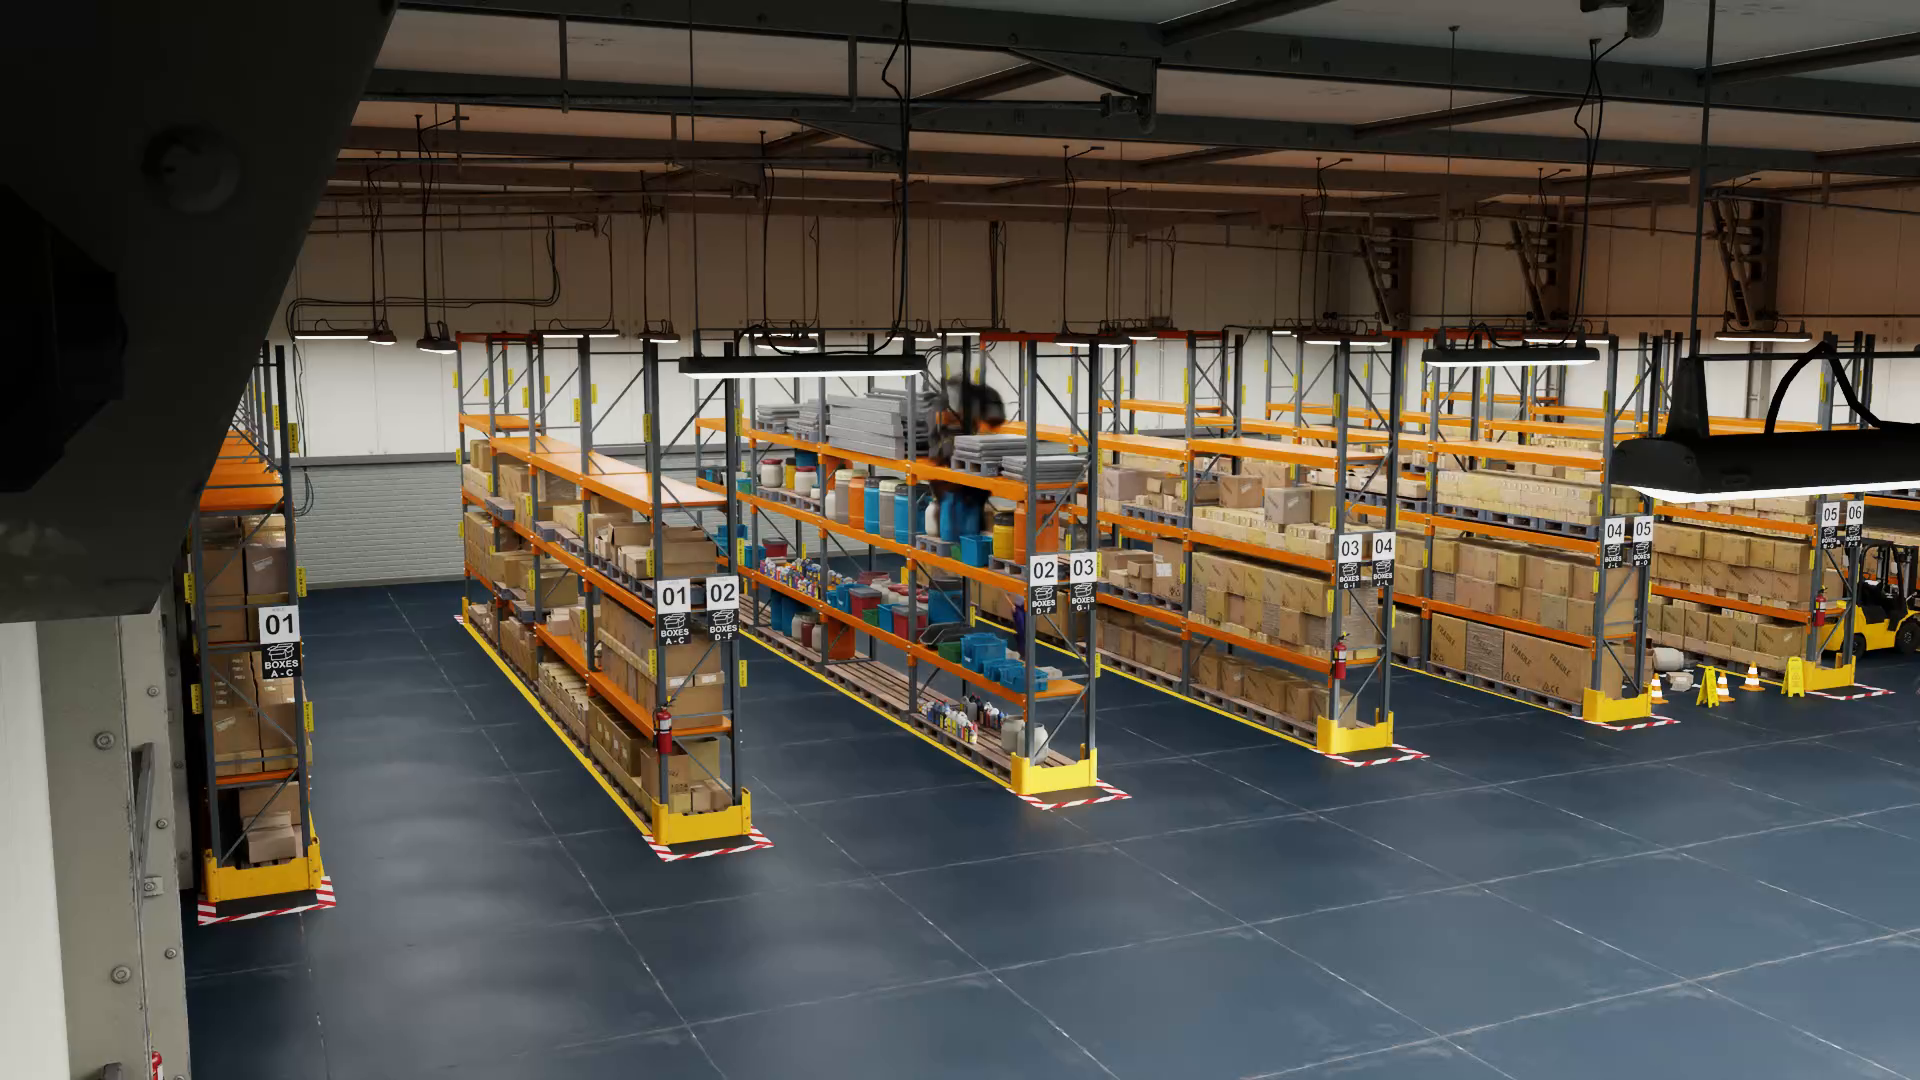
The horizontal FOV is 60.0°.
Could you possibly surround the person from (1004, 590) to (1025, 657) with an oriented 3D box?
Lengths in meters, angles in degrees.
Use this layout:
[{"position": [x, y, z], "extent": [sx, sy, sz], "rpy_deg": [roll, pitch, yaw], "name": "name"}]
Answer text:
[{"position": [1.160, 1.351, 31.042], "extent": [0.620, 1.614, 0.824], "rpy_deg": [-4, 9, -28], "name": "person"}]
